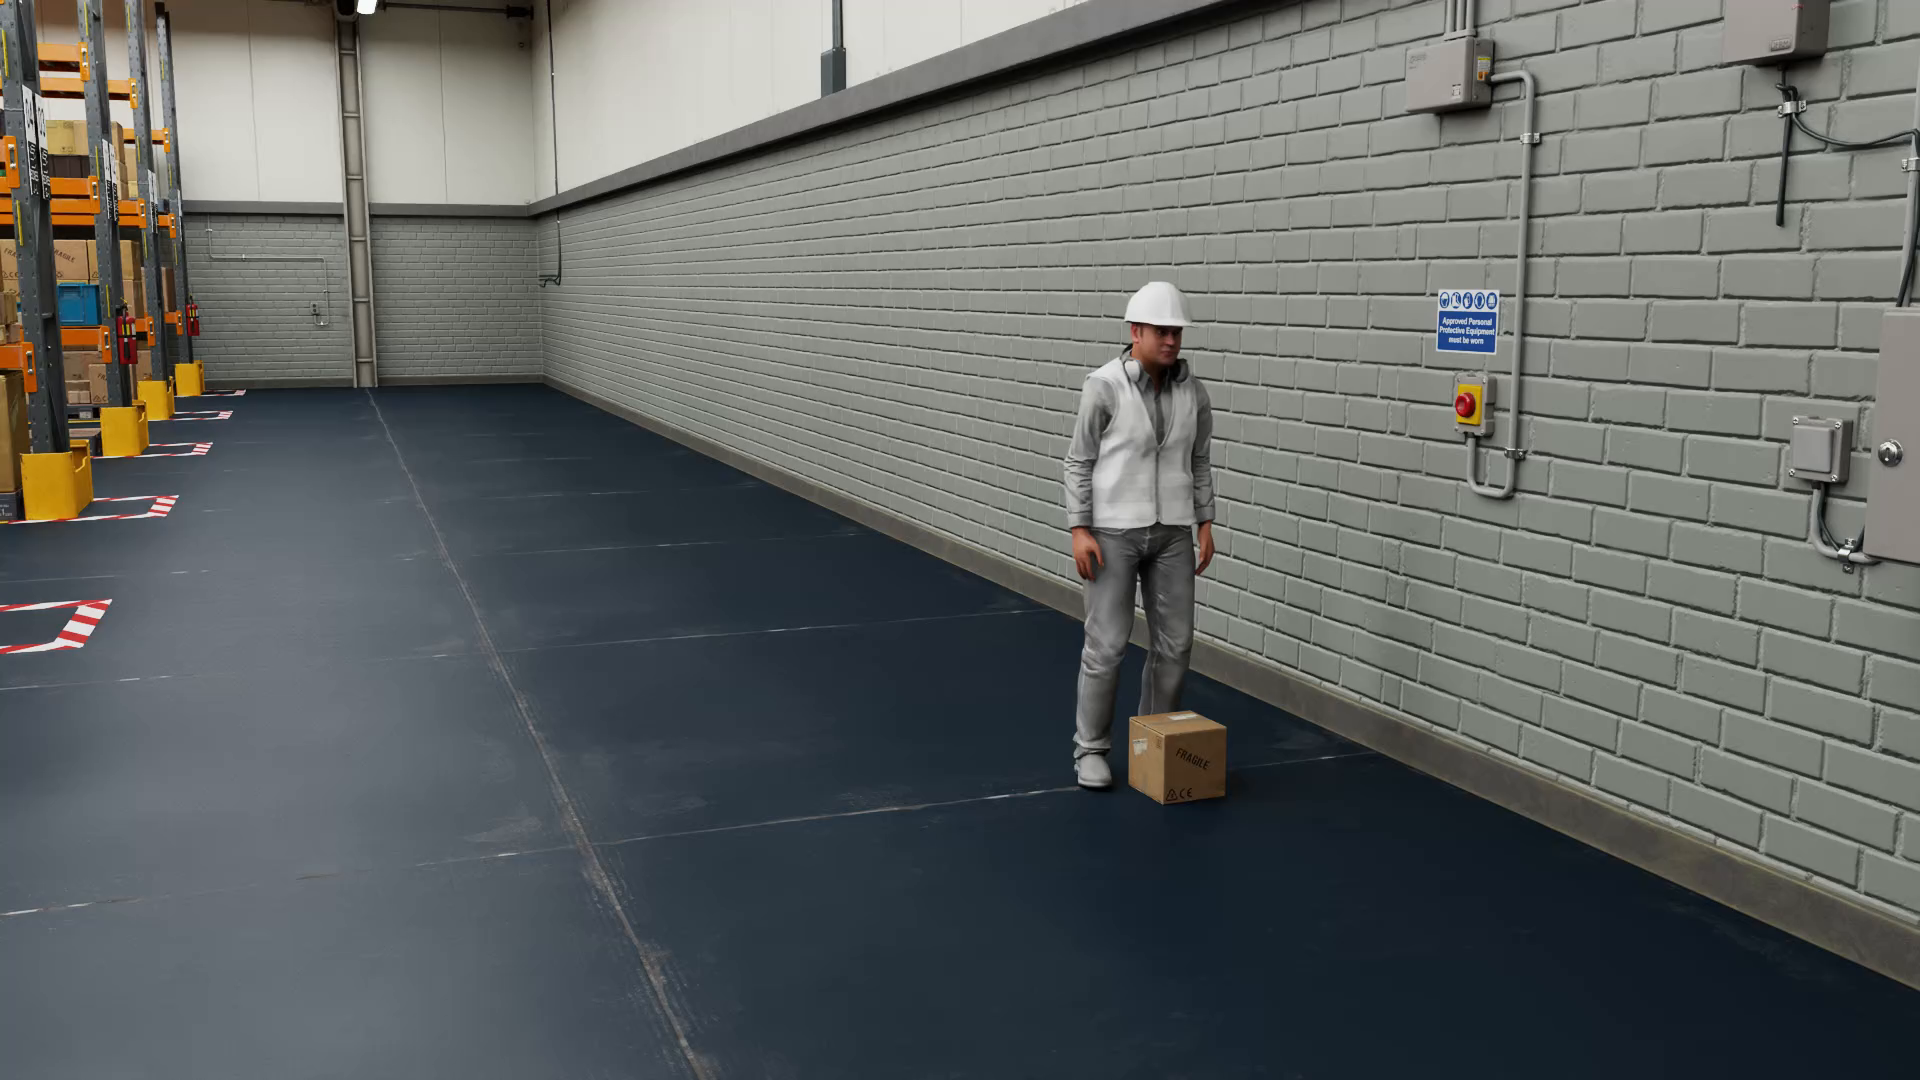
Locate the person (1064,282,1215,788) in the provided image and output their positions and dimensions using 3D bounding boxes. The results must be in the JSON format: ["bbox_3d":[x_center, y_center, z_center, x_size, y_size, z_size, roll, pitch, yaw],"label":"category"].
[{"bbox_3d":[0.651,-0.027,5.944,0.581,1.771,0.464,-3,9,-21],"label":"person"}]
